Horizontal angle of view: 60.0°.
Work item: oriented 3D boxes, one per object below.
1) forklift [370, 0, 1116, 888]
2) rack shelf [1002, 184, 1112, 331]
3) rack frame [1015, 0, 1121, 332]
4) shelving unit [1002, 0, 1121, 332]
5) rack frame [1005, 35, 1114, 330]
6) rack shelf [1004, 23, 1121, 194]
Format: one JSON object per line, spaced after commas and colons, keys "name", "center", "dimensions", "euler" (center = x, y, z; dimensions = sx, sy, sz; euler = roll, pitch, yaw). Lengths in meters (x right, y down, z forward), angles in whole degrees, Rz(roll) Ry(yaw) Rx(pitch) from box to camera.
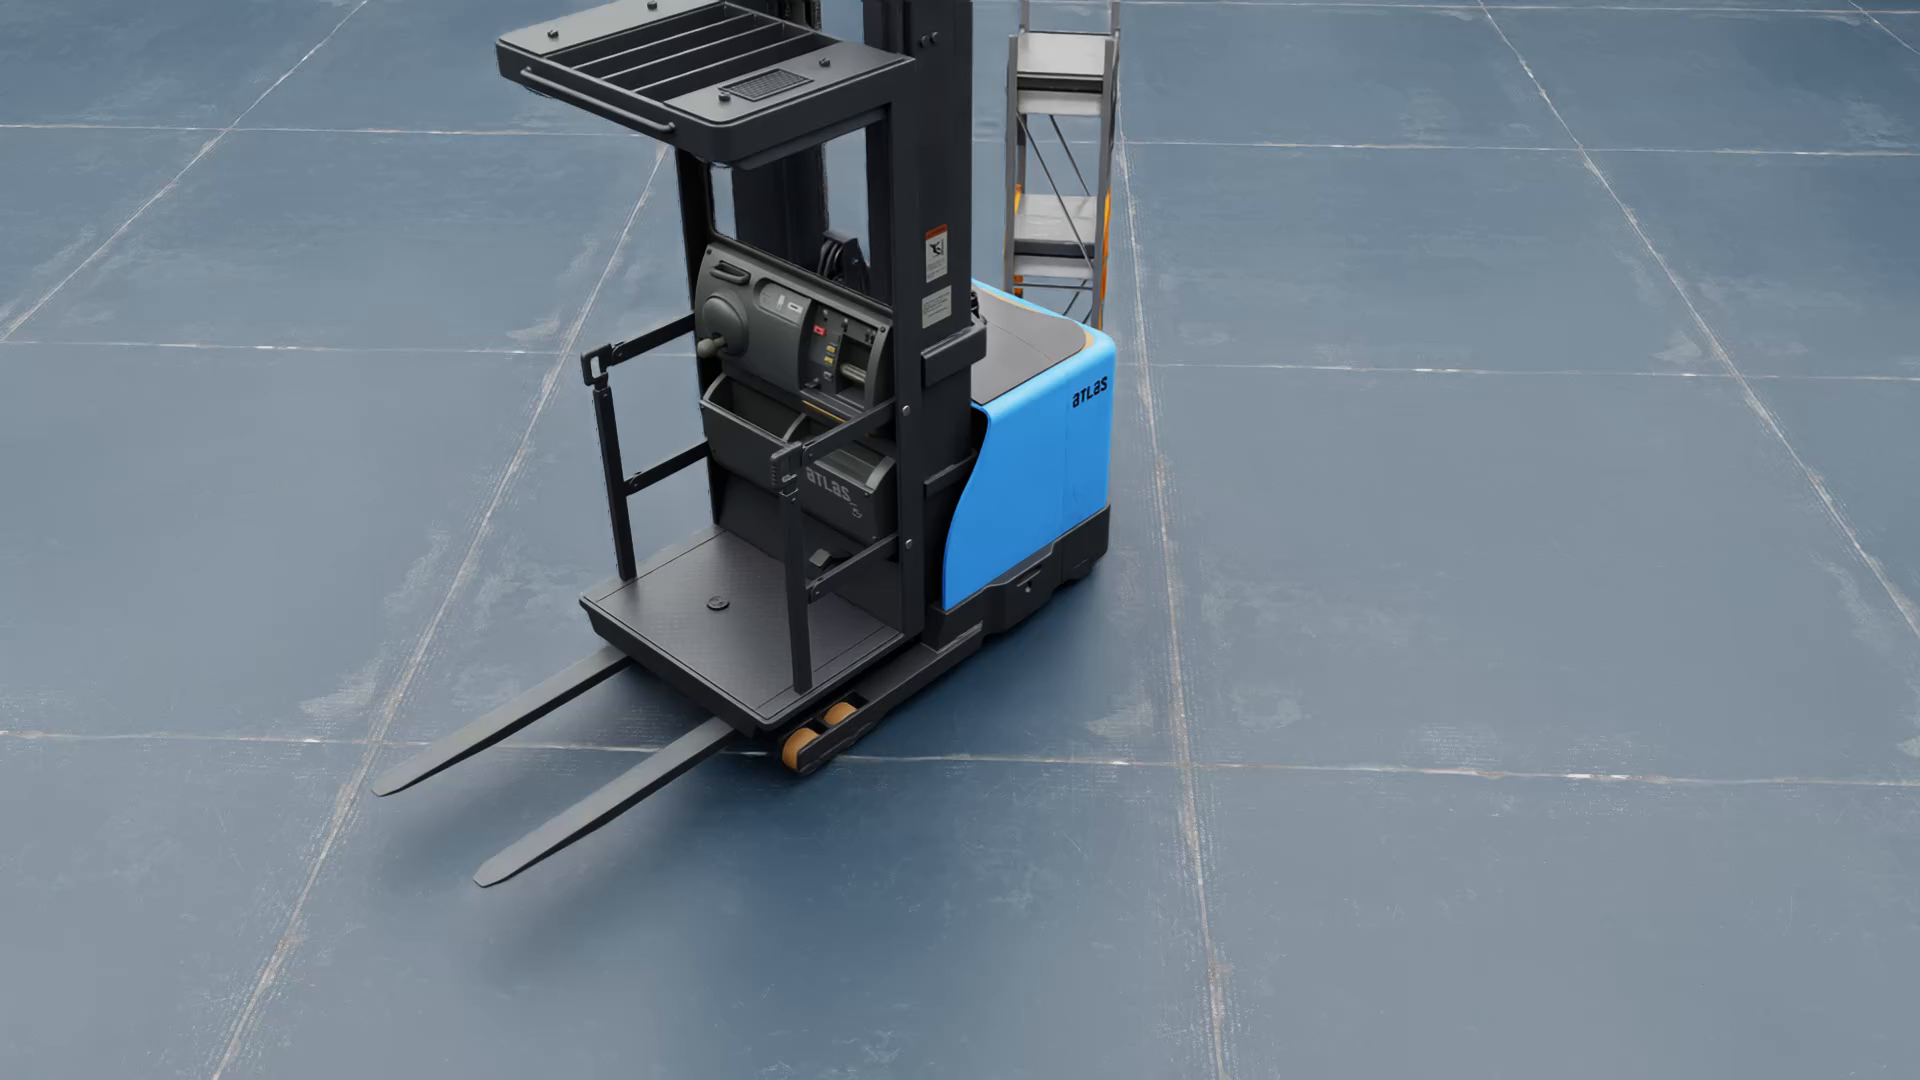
{"name": "forklift", "center": [-0.738, -0.681, 5.670], "dimensions": [1.130, 2.935, 3.031], "euler": [28, 44, 34]}
{"name": "rack shelf", "center": [0.416, -1.173, 7.117], "dimensions": [0.431, 0.518, 0.480], "euler": [4, 35, 6]}
{"name": "rack frame", "center": [0.447, -1.323, 7.307], "dimensions": [0.400, 2.100, 0.015], "euler": [4, 35, 6]}
{"name": "shelving unit", "center": [0.416, -1.184, 7.109], "dimensions": [0.431, 2.100, 0.503], "euler": [4, 35, 6]}
{"name": "rack frame", "center": [0.385, -1.045, 6.911], "dimensions": [0.400, 2.100, 0.015], "euler": [4, 35, 6]}
{"name": "rack shelf", "center": [0.416, -1.746, 6.714], "dimensions": [0.431, 0.518, 0.480], "euler": [4, 35, 6]}
